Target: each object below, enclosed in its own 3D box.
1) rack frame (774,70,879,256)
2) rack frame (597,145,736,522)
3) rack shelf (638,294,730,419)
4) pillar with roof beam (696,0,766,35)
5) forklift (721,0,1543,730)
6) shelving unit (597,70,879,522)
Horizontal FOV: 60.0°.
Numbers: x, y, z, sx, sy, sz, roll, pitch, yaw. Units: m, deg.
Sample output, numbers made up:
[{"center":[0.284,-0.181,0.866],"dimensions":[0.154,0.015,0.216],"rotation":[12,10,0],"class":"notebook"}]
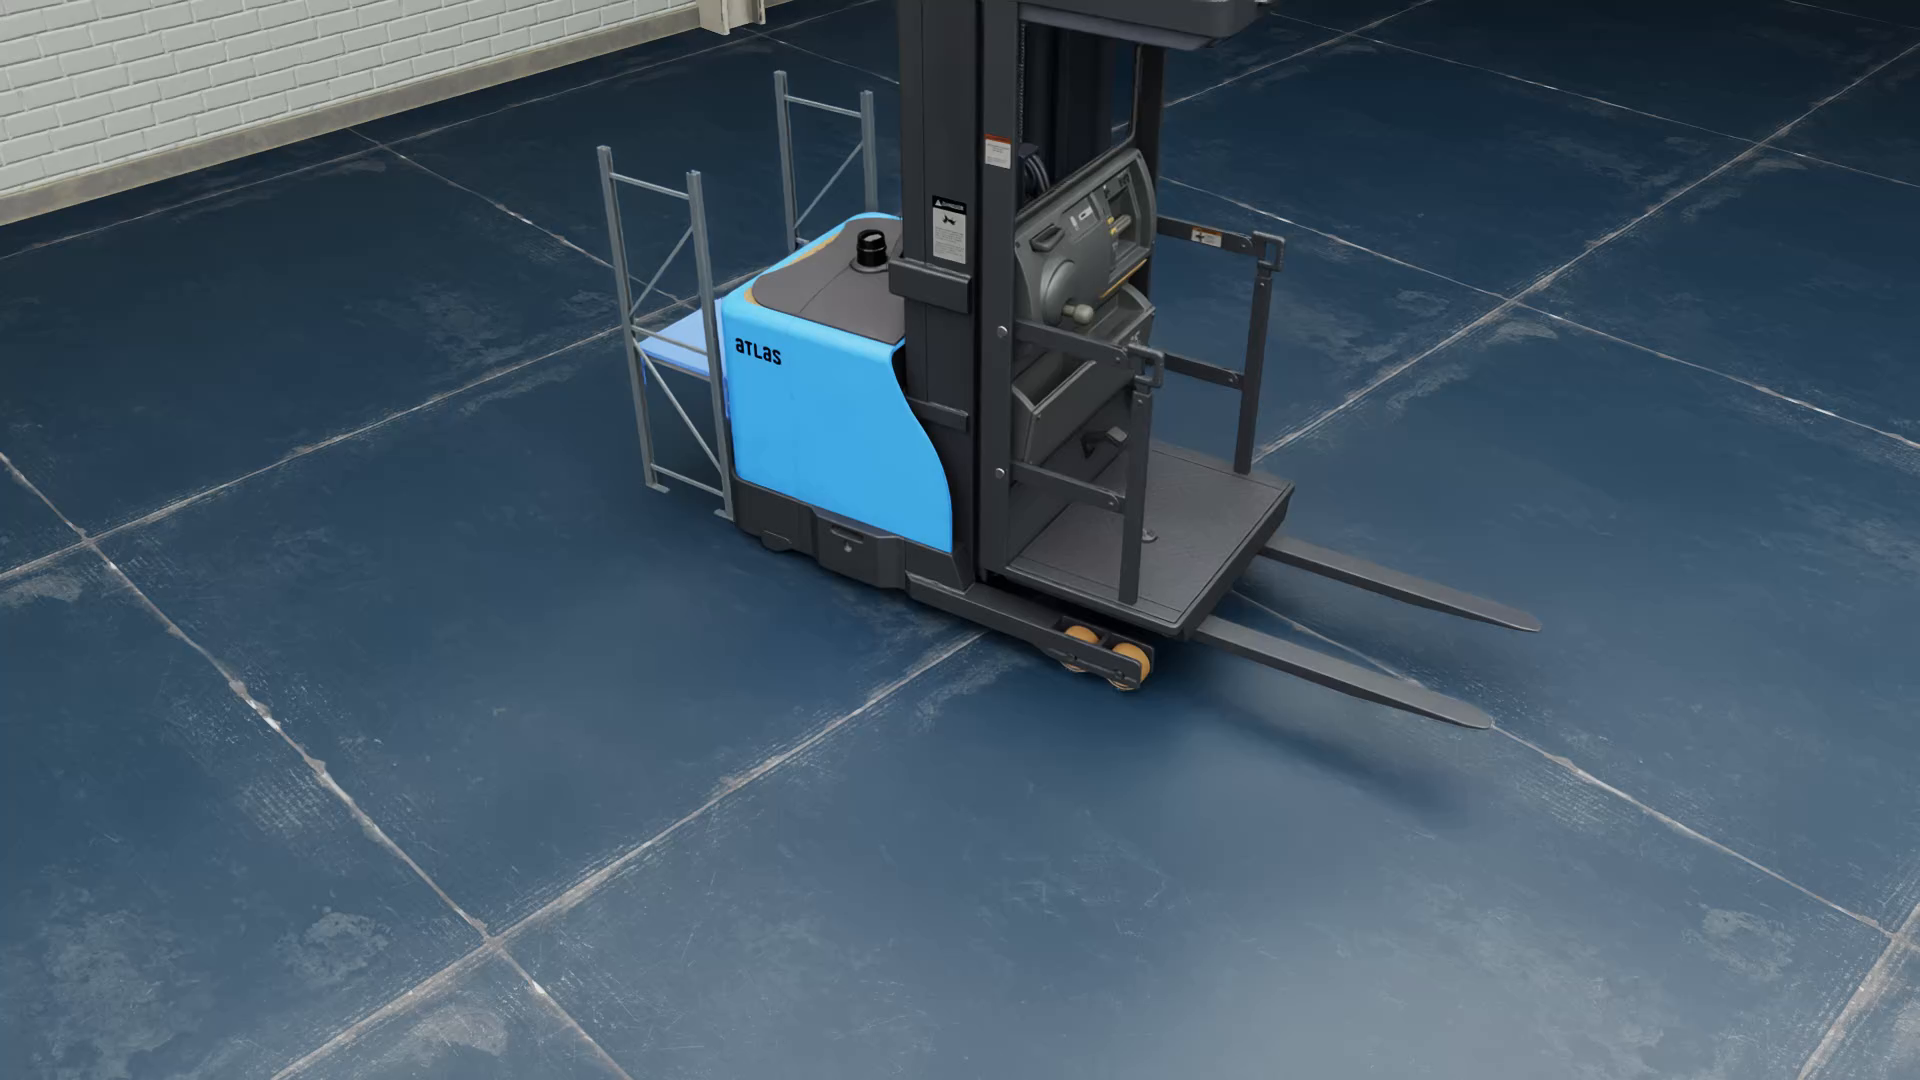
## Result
[{"center":[-0.550,-1.255,7.228],"dimensions":[0.500,1.500,0.032],"rotation":[21,40,29],"class":"rack frame"},{"center":[-1.138,-0.780,6.548],"dimensions":[0.500,1.500,0.032],"rotation":[21,40,29],"class":"rack frame"},{"center":[-0.841,-0.869,6.989],"dimensions":[0.538,0.185,1.000],"rotation":[21,40,29],"class":"rack shelf"},{"center":[1.389,-5.725,7.093],"dimensions":[9.100,9.000,0.400],"rotation":[30,45,35],"class":"pillar with roof beam"},{"center":[0.618,-1.012,5.638],"dimensions":[3.031,2.935,1.130],"rotation":[19,39,25],"class":"forklift"},{"center":[-0.844,-1.018,6.888],"dimensions":[0.538,1.500,1.048],"rotation":[21,40,29],"class":"shelving unit"}]
